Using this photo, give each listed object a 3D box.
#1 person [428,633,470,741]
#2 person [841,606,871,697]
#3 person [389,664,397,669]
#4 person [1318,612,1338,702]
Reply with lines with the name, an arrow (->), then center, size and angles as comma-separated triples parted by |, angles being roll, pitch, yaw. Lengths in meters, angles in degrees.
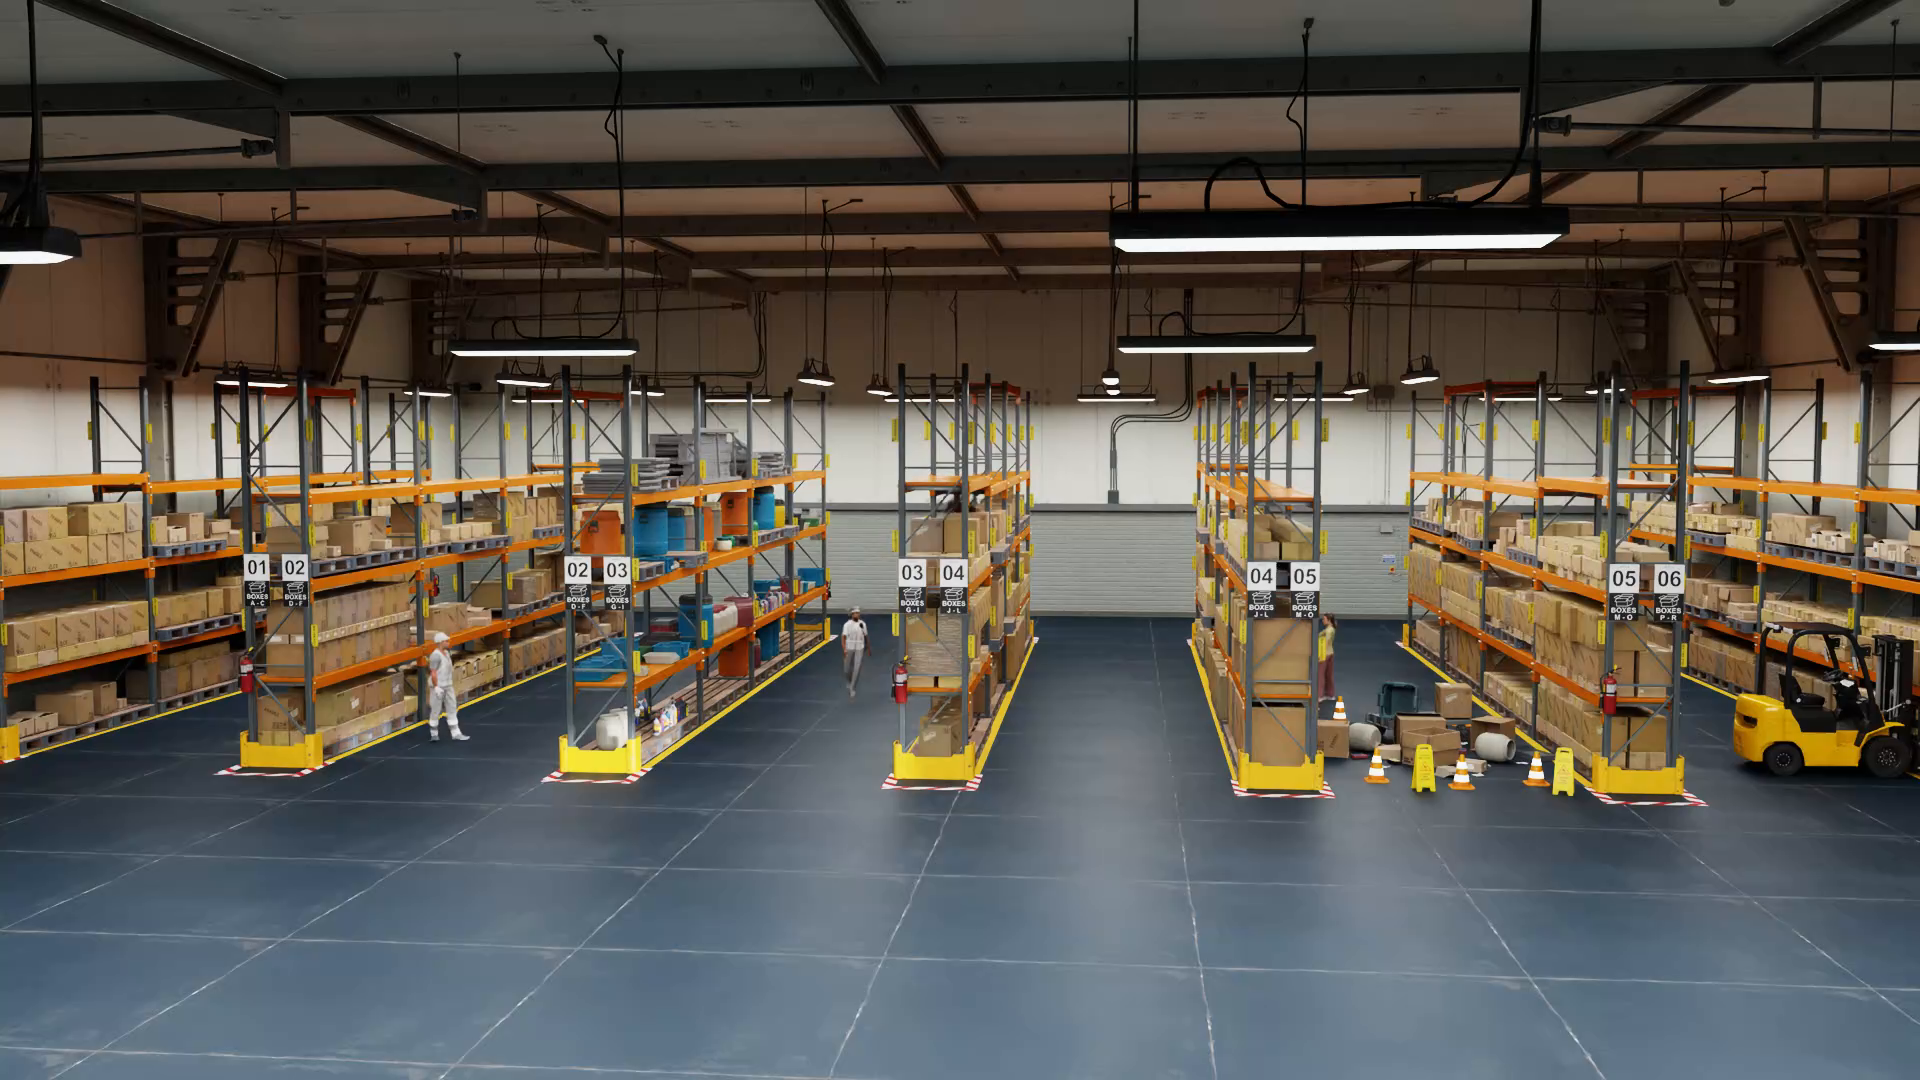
person -> -8.370, 2.387, 26.979 | 0.615, 1.782, 0.591 | 2, 4, 25
person -> -1.943, 2.063, 31.168 | 0.561, 1.671, 0.676 | 0, 4, -6
person -> -11.567, 2.037, 33.464 | 0.511, 1.659, 0.349 | -3, 5, -38
person -> 6.808, 2.189, 31.080 | 0.443, 1.677, 0.532 | 3, 5, 39
